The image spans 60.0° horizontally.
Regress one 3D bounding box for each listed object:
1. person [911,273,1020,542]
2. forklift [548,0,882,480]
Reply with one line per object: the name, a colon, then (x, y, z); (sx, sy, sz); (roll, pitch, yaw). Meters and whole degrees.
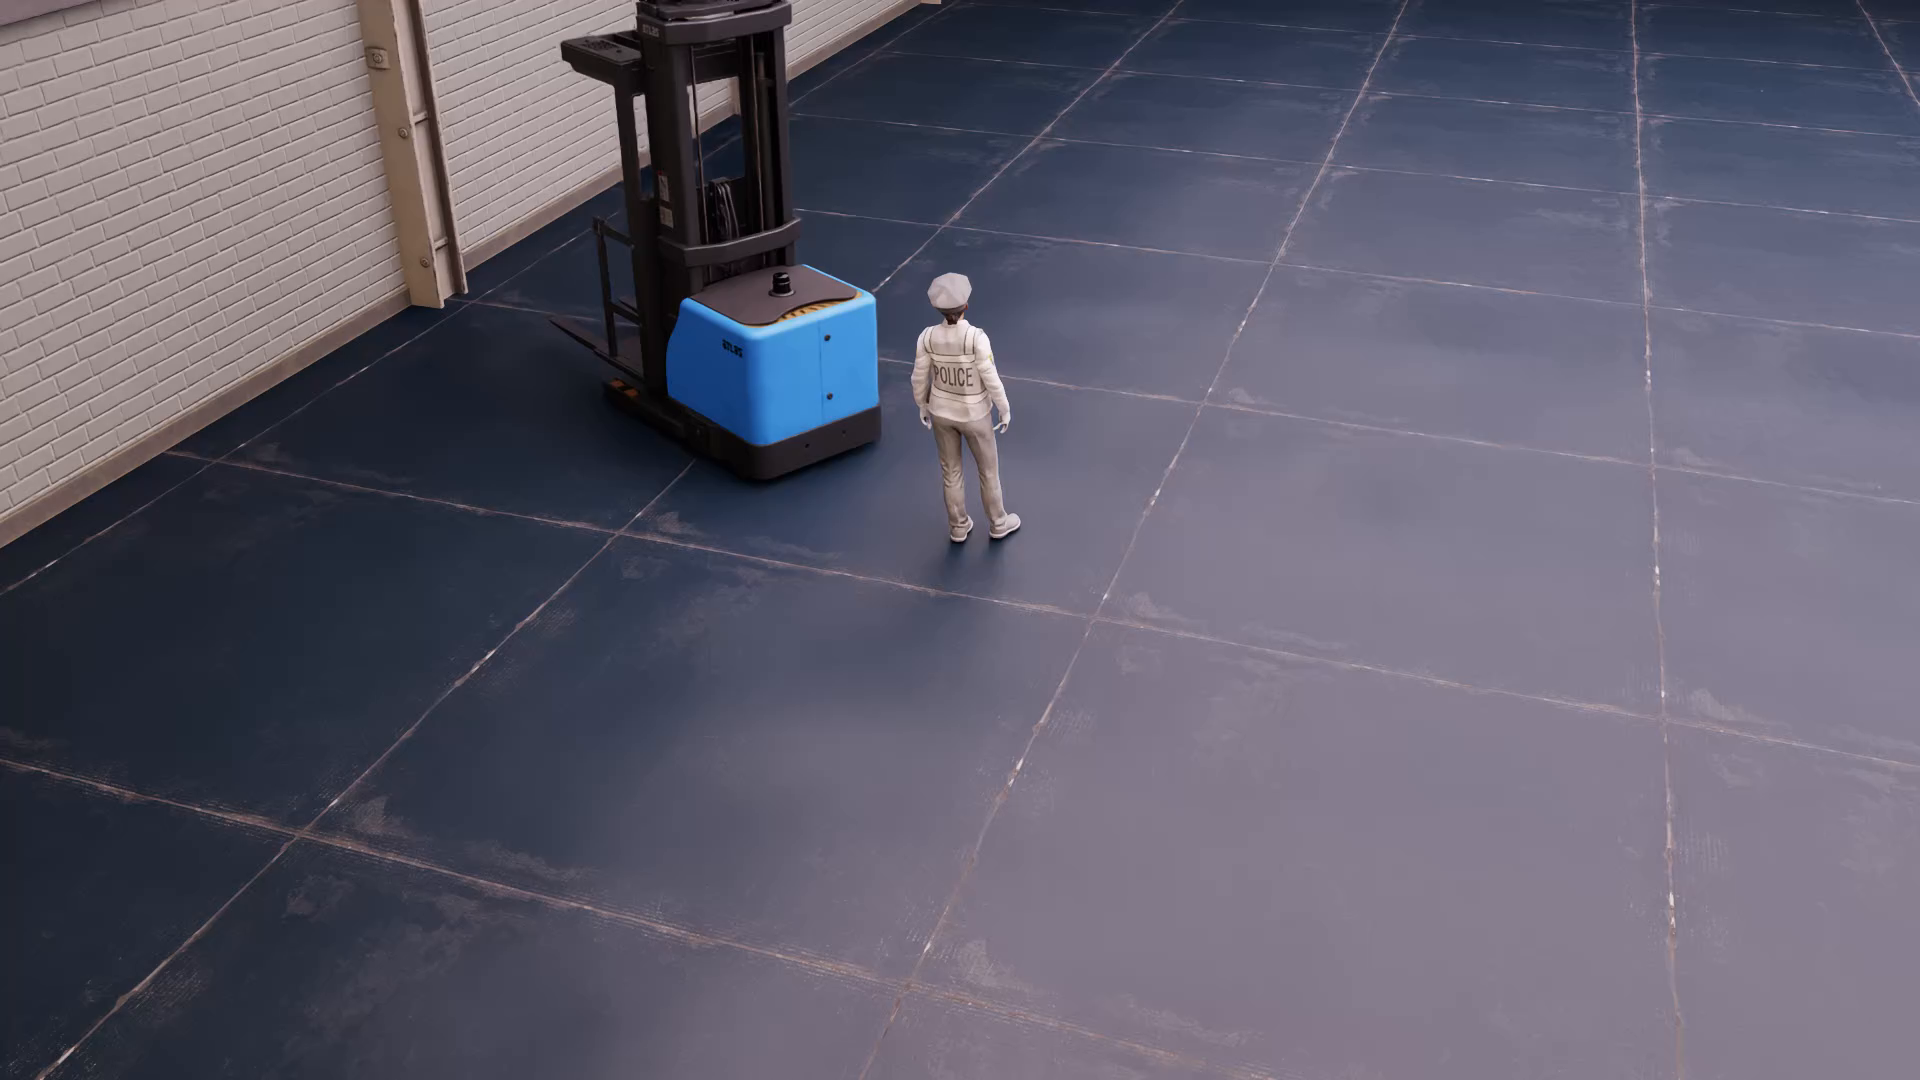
person: (0.029, -0.773, 9.727); (0.586, 1.694, 0.531); (10, 31, 16)
forklift: (-1.873, -2.310, 11.188); (1.130, 2.935, 3.031); (-23, 37, -35)
